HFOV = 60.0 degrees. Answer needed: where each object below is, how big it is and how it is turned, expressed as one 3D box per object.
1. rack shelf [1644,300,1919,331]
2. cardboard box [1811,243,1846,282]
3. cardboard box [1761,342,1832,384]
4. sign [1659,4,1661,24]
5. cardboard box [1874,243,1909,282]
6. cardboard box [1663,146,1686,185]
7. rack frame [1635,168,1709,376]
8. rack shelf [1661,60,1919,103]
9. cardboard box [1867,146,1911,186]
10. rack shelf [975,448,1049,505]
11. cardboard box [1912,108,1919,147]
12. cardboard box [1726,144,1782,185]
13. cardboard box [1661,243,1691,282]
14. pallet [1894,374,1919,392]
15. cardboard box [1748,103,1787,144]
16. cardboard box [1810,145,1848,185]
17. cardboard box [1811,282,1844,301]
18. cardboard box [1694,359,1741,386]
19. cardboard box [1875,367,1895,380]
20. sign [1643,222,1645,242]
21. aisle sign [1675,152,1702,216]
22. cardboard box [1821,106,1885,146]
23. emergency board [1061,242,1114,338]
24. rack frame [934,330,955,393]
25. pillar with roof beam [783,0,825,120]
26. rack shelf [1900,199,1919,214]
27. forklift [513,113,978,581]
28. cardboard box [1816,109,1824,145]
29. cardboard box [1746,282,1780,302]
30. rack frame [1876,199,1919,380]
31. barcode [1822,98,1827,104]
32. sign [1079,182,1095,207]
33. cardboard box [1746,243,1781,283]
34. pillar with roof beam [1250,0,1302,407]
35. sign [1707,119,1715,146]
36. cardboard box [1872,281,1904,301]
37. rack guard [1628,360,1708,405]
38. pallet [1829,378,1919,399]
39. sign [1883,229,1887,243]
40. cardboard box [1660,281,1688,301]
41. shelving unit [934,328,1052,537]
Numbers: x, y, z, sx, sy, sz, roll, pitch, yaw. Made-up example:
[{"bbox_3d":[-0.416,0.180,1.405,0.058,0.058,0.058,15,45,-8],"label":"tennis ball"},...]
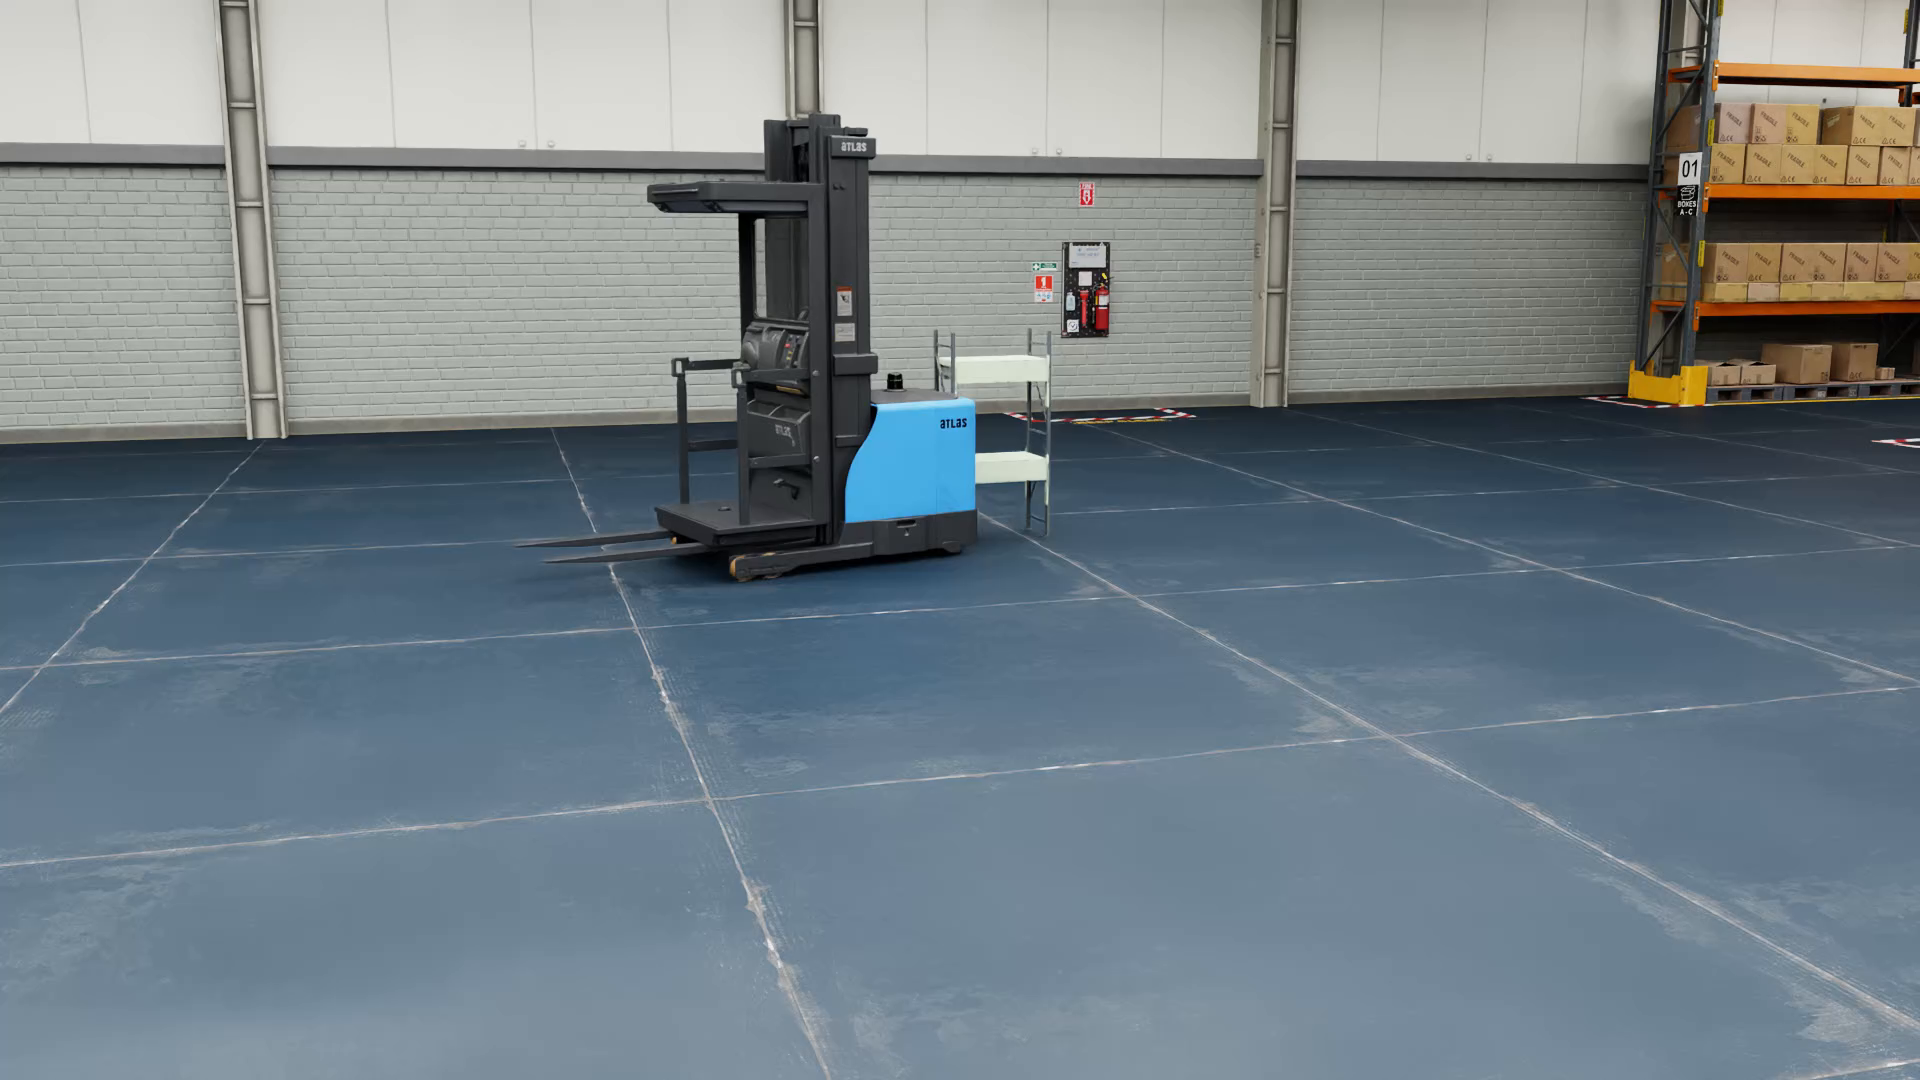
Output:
[{"bbox_3d":[11.226,-3.070,22.426,4.000,0.370,1.077,-3,11,-16],"label":"rack shelf"},{"bbox_3d":[11.315,-3.676,22.018,0.500,0.500,0.500,-3,11,-14],"label":"cardboard box"},{"bbox_3d":[11.261,-2.386,22.414,0.500,0.500,0.700,-4,11,-20],"label":"cardboard box"},{"bbox_3d":[9.170,-6.908,21.699,0.005,0.325,0.100,-3,11,-16],"label":"sign"},{"bbox_3d":[12.301,-3.726,22.290,0.500,0.500,0.500,-3,11,-16],"label":"cardboard box"},{"bbox_3d":[9.635,-4.922,21.882,0.500,0.500,0.500,-2,11,-12],"label":"cardboard box"},{"bbox_3d":[9.306,-3.323,21.811,0.127,3.000,1.000,-3,11,-16],"label":"rack frame"},{"bbox_3d":[11.226,-6.019,21.883,4.000,0.370,1.077,-3,11,-16],"label":"rack shelf"},{"bbox_3d":[12.241,-4.968,22.129,0.500,0.500,0.500,-4,11,-21],"label":"cardboard box"},{"bbox_3d":[0.233,-0.449,12.144,0.720,0.370,0.431,-4,11,-20],"label":"rack shelf"},{"bbox_3d":[12.741,-5.479,22.144,0.500,0.500,0.500,-4,11,-21],"label":"cardboard box"},{"bbox_3d":[10.222,-4.851,21.498,0.500,0.500,0.500,-2,11,-12],"label":"cardboard box"},{"bbox_3d":[9.699,-3.688,22.085,0.500,0.500,0.500,-3,11,-17],"label":"cardboard box"},{"bbox_3d":[13.893,-2.193,23.378,1.213,0.211,1.003,-3,11,-16],"label":"pallet"},{"bbox_3d":[10.239,-5.343,21.405,0.500,0.500,0.500,-3,11,-17],"label":"cardboard box"},{"bbox_3d":[11.228,-4.909,21.812,0.500,0.500,0.500,-2,11,-12],"label":"cardboard box"},{"bbox_3d":[11.334,-3.307,22.085,0.500,0.250,0.500,-3,11,-15],"label":"cardboard box"},{"bbox_3d":[9.995,-2.236,22.120,0.500,0.311,0.500,-4,11,-22],"label":"cardboard box"},{"bbox_3d":[12.641,-2.316,22.952,0.250,0.166,0.380,-5,11,-23],"label":"cardboard box"},{"bbox_3d":[9.170,-4.145,22.207,0.005,0.325,0.100,-3,11,-16],"label":"sign"},{"bbox_3d":[9.320,-4.546,21.273,0.004,0.787,0.394,-3,11,-16],"label":"aisle sign"},{"bbox_3d":[11.719,-5.421,21.830,0.500,0.500,0.500,-3,11,-18],"label":"cardboard box"},{"bbox_3d":[1.592,-3.087,20.528,0.643,1.169,0.194,-3,11,-16],"label":"emergency board"},{"bbox_3d":[-0.111,-0.747,11.960,0.023,1.500,0.400,-4,11,-20],"label":"rack frame"},{"bbox_3d":[-0.583,-5.103,14.913,0.400,9.000,9.100,-3,11,-16],"label":"pillar with roof beam"},{"bbox_3d":[15.066,-4.748,23.254,4.000,0.370,1.077,-3,11,-16],"label":"rack shelf"},{"bbox_3d":[-1.403,-1.285,10.933,3.031,2.935,1.130,-6,12,-31],"label":"forklift"},{"bbox_3d":[11.132,-5.491,22.210,0.500,0.500,0.500,-3,11,-16],"label":"cardboard box"},{"bbox_3d":[10.357,-3.257,21.813,0.500,0.250,0.500,-3,11,-18],"label":"cardboard box"},{"bbox_3d":[13.146,-3.525,22.911,0.127,3.000,1.000,-3,11,-16],"label":"rack frame"},{"bbox_3d":[11.691,-5.939,22.491,0.075,0.075,0.001,-3,11,-16],"label":"barcode"},{"bbox_3d":[1.556,-4.244,20.410,0.199,0.298,0.001,-3,11,-16],"label":"sign"},{"bbox_3d":[10.325,-3.623,21.729,0.500,0.500,0.500,-3,11,-16],"label":"cardboard box"},{"bbox_3d":[5.178,-5.407,16.563,0.400,9.000,9.100,-3,11,-16],"label":"pillar with roof beam"},{"bbox_3d":[9.457,-5.134,20.948,0.005,0.325,0.100,-3,11,-16],"label":"sign"},{"bbox_3d":[12.295,-3.361,22.377,0.500,0.250,0.500,-3,11,-16],"label":"cardboard box"},{"bbox_3d":[9.378,-2.097,22.058,0.348,0.500,1.175,-3,11,-16],"label":"rack guard"},{"bbox_3d":[12.511,-2.114,22.945,1.213,0.211,1.003,-3,11,-16],"label":"pallet"},{"bbox_3d":[12.988,-4.191,23.329,0.005,0.325,0.100,-3,11,-16],"label":"sign"},{"bbox_3d":[9.700,-3.316,22.134,0.500,0.250,0.500,-3,11,-15],"label":"cardboard box"},{"bbox_3d":[0.233,-0.770,12.085,0.755,1.500,0.431,-4,11,-20],"label":"shelving unit"}]
